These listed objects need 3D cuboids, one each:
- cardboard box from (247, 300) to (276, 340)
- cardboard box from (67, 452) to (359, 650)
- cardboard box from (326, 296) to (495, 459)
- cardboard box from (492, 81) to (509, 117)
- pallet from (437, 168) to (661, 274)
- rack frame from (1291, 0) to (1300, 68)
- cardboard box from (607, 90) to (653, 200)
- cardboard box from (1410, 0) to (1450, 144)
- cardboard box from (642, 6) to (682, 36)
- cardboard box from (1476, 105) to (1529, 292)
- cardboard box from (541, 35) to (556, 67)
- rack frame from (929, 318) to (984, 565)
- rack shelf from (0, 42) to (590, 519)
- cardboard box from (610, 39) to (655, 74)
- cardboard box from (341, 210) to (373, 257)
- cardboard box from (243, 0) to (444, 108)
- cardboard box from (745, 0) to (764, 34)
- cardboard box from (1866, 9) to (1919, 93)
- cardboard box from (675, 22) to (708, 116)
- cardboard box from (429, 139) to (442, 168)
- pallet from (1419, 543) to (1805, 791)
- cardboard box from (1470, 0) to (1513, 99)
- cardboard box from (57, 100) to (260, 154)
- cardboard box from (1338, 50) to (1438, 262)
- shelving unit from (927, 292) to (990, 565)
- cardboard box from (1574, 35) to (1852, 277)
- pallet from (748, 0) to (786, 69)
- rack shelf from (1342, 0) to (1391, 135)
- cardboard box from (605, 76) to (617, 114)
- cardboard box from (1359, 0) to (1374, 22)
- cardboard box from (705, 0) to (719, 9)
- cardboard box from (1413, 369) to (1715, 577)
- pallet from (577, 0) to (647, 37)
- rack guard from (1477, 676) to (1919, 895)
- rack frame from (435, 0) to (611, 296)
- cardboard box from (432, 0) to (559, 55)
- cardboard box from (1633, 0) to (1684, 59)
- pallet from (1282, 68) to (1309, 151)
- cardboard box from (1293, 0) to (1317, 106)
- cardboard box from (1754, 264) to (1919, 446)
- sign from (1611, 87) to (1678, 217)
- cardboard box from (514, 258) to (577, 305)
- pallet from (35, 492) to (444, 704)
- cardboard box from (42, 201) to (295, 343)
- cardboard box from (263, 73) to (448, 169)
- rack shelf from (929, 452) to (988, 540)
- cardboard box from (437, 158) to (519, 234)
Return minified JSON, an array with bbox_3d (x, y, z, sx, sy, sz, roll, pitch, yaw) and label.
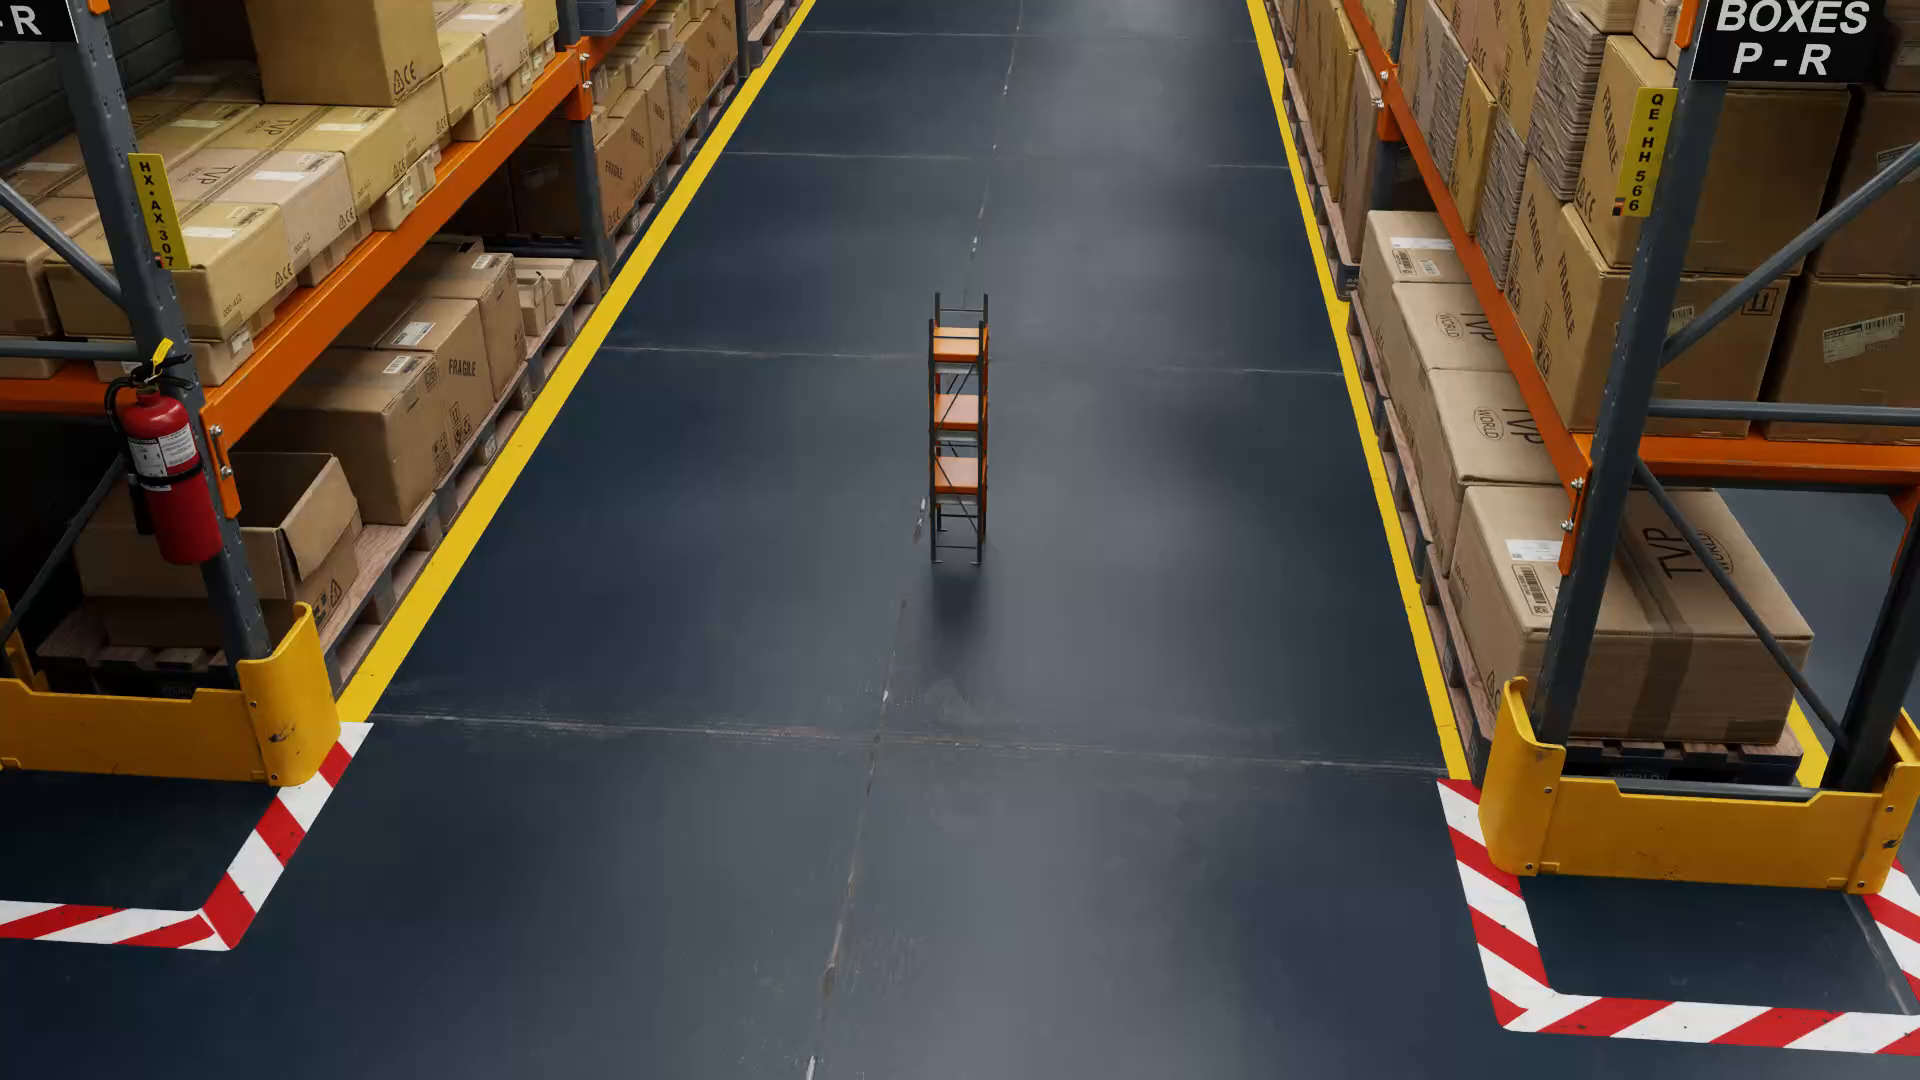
[{"bbox_3d":[-2.438,-0.730,5.315,0.380,0.149,0.250,3,32,5],"label":"cardboard box"},{"bbox_3d":[-2.568,0.027,5.827,0.797,0.503,0.637,1,32,2],"label":"cardboard box"},{"bbox_3d":[-2.317,-0.690,6.992,0.500,0.500,0.500,3,32,5],"label":"cardboard box"},{"bbox_3d":[-2.206,-1.939,7.276,0.380,0.149,0.250,3,32,5],"label":"cardboard box"},{"bbox_3d":[-2.358,-1.873,9.588,1.003,0.211,1.213,2,32,4],"label":"pallet"},{"bbox_3d":[2.886,-4.515,11.217,1.000,3.000,0.127,2,32,4],"label":"rack frame"},{"bbox_3d":[-2.090,-2.270,9.557,0.500,0.500,0.500,2,32,3],"label":"cardboard box"},{"bbox_3d":[2.216,-1.969,6.990,0.500,0.500,0.500,3,32,4],"label":"cardboard box"},{"bbox_3d":[-1.992,-3.300,10.610,0.380,0.149,0.250,2,32,3],"label":"cardboard box"},{"bbox_3d":[2.098,-1.169,5.692,0.500,0.500,0.500,3,32,5],"label":"cardboard box"},{"bbox_3d":[-2.161,-2.349,7.942,0.380,0.149,0.250,3,32,5],"label":"cardboard box"},{"bbox_3d":[-0.014,-0.355,6.326,0.200,1.050,0.008,2,32,4],"label":"rack frame"},{"bbox_3d":[-2.550,-1.281,6.656,1.077,0.370,4.000,2,32,4],"label":"rack shelf"},{"bbox_3d":[-2.049,-2.886,9.937,0.380,0.149,0.250,4,32,6],"label":"cardboard box"},{"bbox_3d":[-2.353,-1.137,5.976,0.380,0.149,0.250,3,32,5],"label":"cardboard box"},{"bbox_3d":[-2.285,-1.934,6.173,0.500,0.500,0.500,3,32,5],"label":"cardboard box"},{"bbox_3d":[-1.997,-4.218,12.599,0.875,0.625,0.625,3,32,6],"label":"cardboard box"},{"bbox_3d":[2.540,-1.250,4.252,0.380,0.149,0.250,3,32,5],"label":"cardboard box"},{"bbox_3d":[-1.973,-3.074,10.862,0.500,0.500,0.500,4,32,6],"label":"cardboard box"},{"bbox_3d":[-2.305,-1.543,6.634,0.380,0.149,0.250,2,32,4],"label":"cardboard box"},{"bbox_3d":[2.222,0.434,5.844,1.003,0.211,1.213,2,32,4],"label":"pallet"},{"bbox_3d":[2.137,-1.858,5.857,0.500,0.500,0.500,2,32,4],"label":"cardboard box"},{"bbox_3d":[-2.851,-1.385,5.997,0.500,0.250,0.500,3,32,6],"label":"cardboard box"},{"bbox_3d":[2.531,-2.025,8.802,0.875,0.875,0.875,3,32,6],"label":"cardboard box"},{"bbox_3d":[-0.004,-0.419,6.429,0.215,1.050,0.252,2,32,4],"label":"shelving unit"},{"bbox_3d":[2.037,-1.062,4.566,0.500,0.500,0.500,3,32,6],"label":"cardboard box"},{"bbox_3d":[-1.955,-3.967,12.985,1.003,0.211,1.213,2,32,4],"label":"pallet"},{"bbox_3d":[2.723,-3.163,9.709,1.077,0.370,4.000,2,32,4],"label":"rack shelf"},{"bbox_3d":[-2.138,-2.483,9.284,0.380,0.149,0.250,1,32,1],"label":"cardboard box"},{"bbox_3d":[2.388,-2.871,8.692,0.500,0.250,0.500,2,32,3],"label":"cardboard box"},{"bbox_3d":[-1.840,-3.702,11.263,0.380,0.149,0.250,1,32,1],"label":"cardboard box"},{"bbox_3d":[2.255,-0.248,6.335,0.875,0.438,0.875,3,32,5],"label":"cardboard box"},{"bbox_3d":[-2.213,-2.965,8.885,1.003,0.211,1.213,2,32,4],"label":"pallet"},{"bbox_3d":[2.233,0.745,5.064,1.175,0.500,0.348,2,32,4],"label":"rack guard"},{"bbox_3d":[-2.387,-2.633,8.164,1.000,3.000,0.127,2,32,4],"label":"rack frame"},{"bbox_3d":[-2.185,-2.419,7.676,0.500,0.250,0.500,3,32,5],"label":"cardboard box"},{"bbox_3d":[2.061,-1.406,4.506,0.380,0.149,0.250,3,32,5],"label":"cardboard box"},{"bbox_3d":[2.747,-2.919,11.285,1.003,0.211,1.213,2,32,4],"label":"pallet"},{"bbox_3d":[2.747,-3.431,11.084,0.875,0.875,0.875,2,32,4],"label":"cardboard box"},{"bbox_3d":[2.560,-0.613,4.790,0.500,0.500,0.500,2,32,4],"label":"cardboard box"},{"bbox_3d":[1.695,-0.956,4.112,0.100,0.325,0.005,2,32,4],"label":"sign"},{"bbox_3d":[-2.140,-1.294,8.308,0.380,0.149,0.250,2,32,2],"label":"cardboard box"},{"bbox_3d":[-2.642,0.189,6.242,1.003,0.211,1.213,2,32,4],"label":"pallet"},{"bbox_3d":[-2.407,-0.830,5.097,0.500,0.250,0.500,3,32,4],"label":"cardboard box"},{"bbox_3d":[-2.308,-1.627,6.391,0.500,0.250,0.500,2,32,3],"label":"cardboard box"},{"bbox_3d":[-0.004,-0.173,6.581,0.215,0.259,0.240,2,32,4],"label":"rack shelf"},{"bbox_3d":[-2.642,-2.017,9.146,0.500,0.500,0.500,2,32,4],"label":"cardboard box"}]
